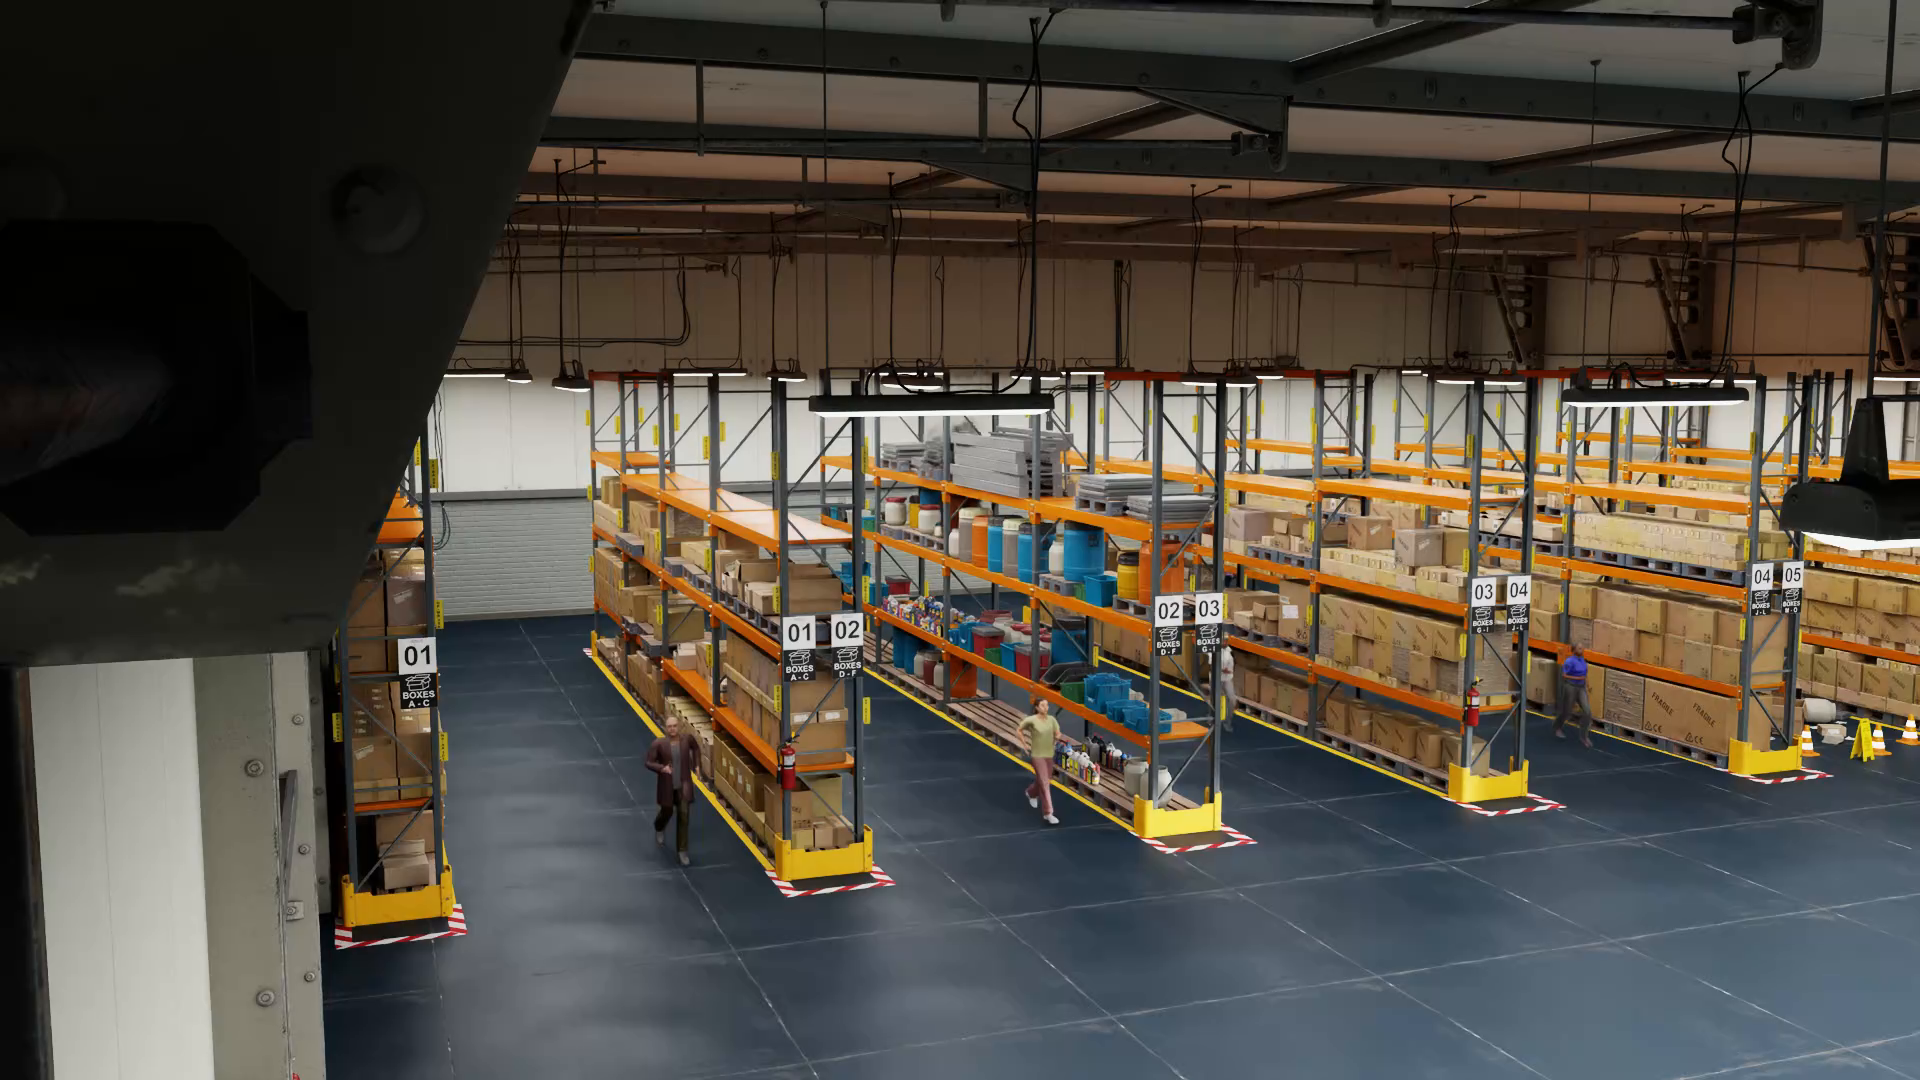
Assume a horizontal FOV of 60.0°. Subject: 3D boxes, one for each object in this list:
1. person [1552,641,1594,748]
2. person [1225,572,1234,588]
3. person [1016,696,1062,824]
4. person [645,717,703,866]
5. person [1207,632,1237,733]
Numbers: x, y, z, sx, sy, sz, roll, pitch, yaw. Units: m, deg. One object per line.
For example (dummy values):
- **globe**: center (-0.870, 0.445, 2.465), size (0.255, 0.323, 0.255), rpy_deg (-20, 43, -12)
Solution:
- **person**: center (9.985, 2.495, 27.070), size (0.567, 1.695, 0.768), rpy_deg (-2, 7, -21)
- **person**: center (6.643, 0.906, 41.279), size (0.861, 1.589, 0.540), rpy_deg (-4, 7, -30)
- **person**: center (1.118, 2.949, 22.675), size (0.574, 1.655, 0.969), rpy_deg (-4, 7, -29)
- **person**: center (-3.612, 3.104, 20.999), size (0.720, 1.801, 1.061), rpy_deg (-2, 7, -17)
- **person**: center (4.401, 2.397, 27.960), size (0.566, 1.738, 0.727), rpy_deg (-3, 7, -23)
